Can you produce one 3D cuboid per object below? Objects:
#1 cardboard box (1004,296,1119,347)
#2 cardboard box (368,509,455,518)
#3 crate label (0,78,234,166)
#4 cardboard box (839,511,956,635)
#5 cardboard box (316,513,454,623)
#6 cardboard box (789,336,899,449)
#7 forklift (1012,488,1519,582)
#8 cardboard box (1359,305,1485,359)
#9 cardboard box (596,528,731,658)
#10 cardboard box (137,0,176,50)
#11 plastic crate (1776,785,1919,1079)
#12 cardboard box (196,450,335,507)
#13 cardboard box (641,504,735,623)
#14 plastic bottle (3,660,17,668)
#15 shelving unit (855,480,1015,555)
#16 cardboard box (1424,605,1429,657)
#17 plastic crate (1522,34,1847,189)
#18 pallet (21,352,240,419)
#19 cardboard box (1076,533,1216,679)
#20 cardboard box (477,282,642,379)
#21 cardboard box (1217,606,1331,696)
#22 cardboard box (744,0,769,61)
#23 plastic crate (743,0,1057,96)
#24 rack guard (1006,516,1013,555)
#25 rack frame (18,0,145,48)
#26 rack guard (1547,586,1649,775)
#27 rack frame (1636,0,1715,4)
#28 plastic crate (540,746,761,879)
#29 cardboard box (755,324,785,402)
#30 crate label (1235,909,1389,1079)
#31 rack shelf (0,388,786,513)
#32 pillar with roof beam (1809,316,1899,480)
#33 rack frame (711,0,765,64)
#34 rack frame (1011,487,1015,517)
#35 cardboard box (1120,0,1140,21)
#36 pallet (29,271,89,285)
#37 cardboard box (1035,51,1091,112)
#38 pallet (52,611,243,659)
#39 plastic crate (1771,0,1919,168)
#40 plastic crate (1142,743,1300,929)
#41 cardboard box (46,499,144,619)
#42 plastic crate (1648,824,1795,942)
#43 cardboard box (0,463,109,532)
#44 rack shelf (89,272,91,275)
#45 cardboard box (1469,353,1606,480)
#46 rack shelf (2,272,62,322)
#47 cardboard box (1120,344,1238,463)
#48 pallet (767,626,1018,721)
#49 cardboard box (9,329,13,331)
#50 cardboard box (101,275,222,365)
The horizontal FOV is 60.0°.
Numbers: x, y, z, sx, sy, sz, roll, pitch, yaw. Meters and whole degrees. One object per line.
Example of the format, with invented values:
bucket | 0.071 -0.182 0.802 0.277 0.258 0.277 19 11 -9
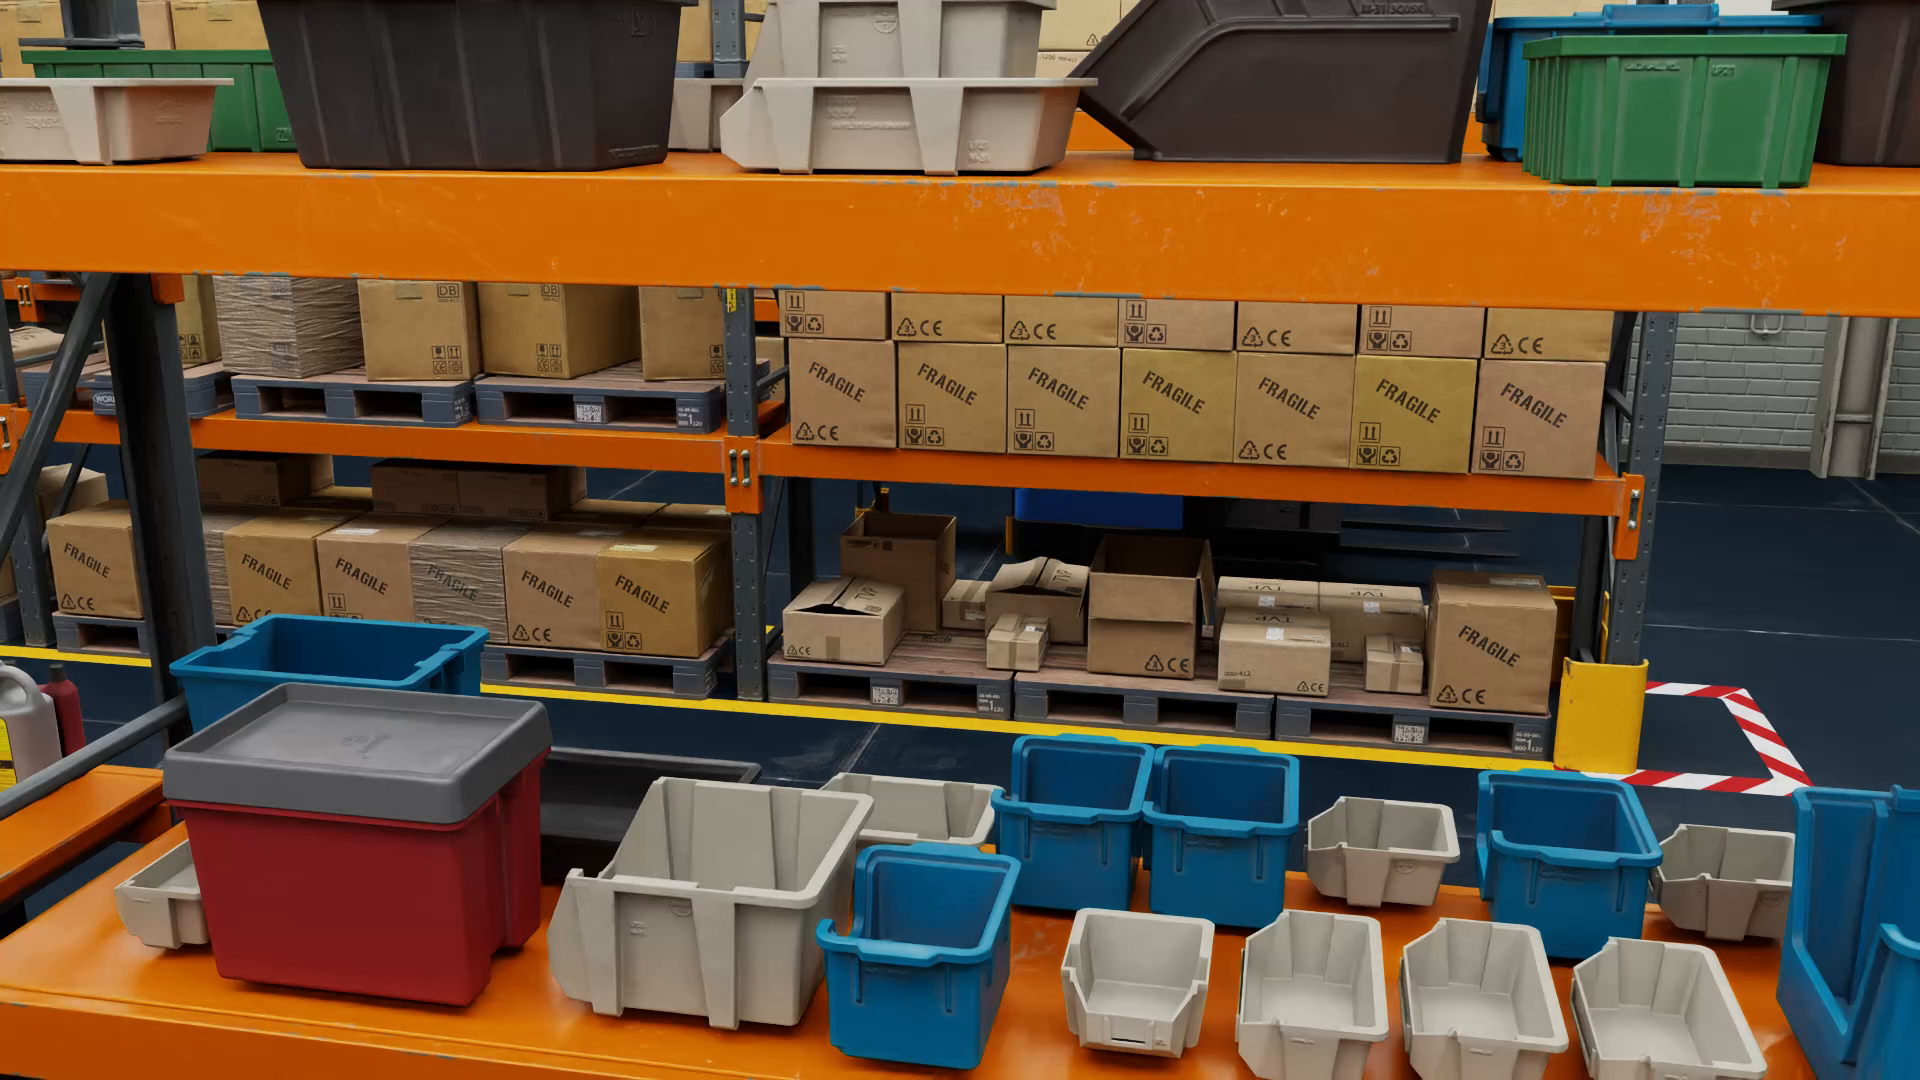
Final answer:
cardboard box | 0.484 -1.162 7.508 0.500 0.500 0.500 3 16 9
cardboard box | -2.864 0.037 9.099 0.500 0.500 0.500 3 16 9
crate label | -1.499 -0.707 2.800 0.466 0.136 0.293 3 16 11
cardboard box | -0.316 0.163 8.642 0.500 0.500 0.500 3 16 11
cardboard box | -2.944 0.174 8.603 0.500 0.500 0.500 3 16 9
cardboard box | -0.485 -0.735 7.840 0.500 0.500 0.500 4 16 13
forklift | 1.901 -1.280 10.121 3.031 2.935 1.130 4 16 13
cardboard box | 2.003 -1.081 7.216 0.500 0.500 0.500 4 16 13
cardboard box | -1.471 0.256 8.308 0.500 0.500 0.500 3 16 11
cardboard box | -3.916 -2.451 8.413 0.500 0.500 0.910 3 16 11
plastic crate | 1.633 0.708 2.639 0.499 0.435 0.616 3 16 11
cardboard box | -3.831 -0.377 9.187 0.500 0.250 0.500 4 16 13
cardboard box | -1.356 0.118 8.807 0.500 0.500 0.500 2 16 9
plastic bottle | -2.326 0.428 4.046 0.133 0.283 0.061 3 16 11
shelving unit | -0.094 -0.730 10.817 1.083 1.500 0.587 3 16 12
cardboard box | 2.402 0.455 8.213 0.250 0.166 0.380 3 16 11
plastic crate | 0.975 -0.598 2.311 0.336 0.188 0.450 3 16 11
pallet | -4.172 -0.888 8.939 1.003 0.211 1.213 3 16 11
cardboard box | 0.912 0.304 8.127 0.637 0.503 0.797 3 16 11
cardboard box | -2.037 -1.140 8.514 0.500 0.500 0.700 6 16 20
cardboard box | 1.482 0.517 7.831 0.500 0.250 0.500 3 16 11
cardboard box | -1.346 -3.876 12.734 0.500 0.500 0.700 3 16 10
plastic crate | -0.112 -0.864 3.096 0.530 0.282 0.437 3 16 11
rack guard | 0.392 -0.099 10.883 0.087 0.250 0.587 3 16 12
rack frame | -1.921 -2.381 2.731 0.127 3.000 1.000 3 16 11
rack guard | 2.915 0.628 7.789 0.348 0.500 1.175 3 16 11
rack frame | 2.989 -3.464 6.640 0.127 3.000 1.000 3 16 11
plastic crate | -0.771 0.603 3.599 0.590 0.125 0.437 3 16 11
cardboard box | -1.482 -1.295 13.289 0.750 0.750 0.750 4 16 13
crate label | 0.604 0.797 2.876 0.243 0.136 0.396 3 16 11
rack shelf | -2.890 -0.545 8.689 4.000 0.370 1.077 3 16 11
pillar with roof beam | 5.933 -3.716 7.551 0.400 9.000 9.100 3 16 11
rack frame | -0.931 -3.677 7.408 0.127 3.000 1.000 3 16 11
rack frame | 0.394 -0.702 10.716 0.032 1.500 0.500 3 16 12
cardboard box | 0.964 -2.227 7.136 0.500 0.250 0.500 3 16 11
pallet | -7.067 -2.336 14.165 1.213 0.211 1.003 3 16 11
cardboard box | 0.476 -2.014 7.304 0.500 0.250 0.500 3 16 11
pallet | -4.126 0.395 9.170 1.213 0.211 1.003 3 16 11
plastic crate | 1.677 -0.753 2.718 0.590 0.269 0.497 3 16 11
plastic crate | 0.532 0.605 3.389 0.300 0.233 0.416 3 16 11
cardboard box | -4.461 0.093 8.895 0.500 0.500 0.500 4 16 13
plastic crate | 1.524 0.683 3.289 0.298 0.136 0.250 3 16 11
cardboard box | -5.305 -0.251 9.591 0.500 0.311 0.500 4 16 13
rack shelf | -3.881 -0.695 3.611 4.000 0.370 1.077 3 16 11
cardboard box | 2.496 -0.574 7.256 0.500 0.500 0.500 4 16 13
rack shelf | -9.746 -2.267 14.904 4.000 0.370 1.077 3 16 11
cardboard box | 1.005 -0.655 7.550 0.500 0.500 0.500 3 16 10
pallet | -0.258 0.595 8.448 1.213 0.211 1.003 3 16 11
cardboard box | -5.688 -1.054 9.343 0.500 0.311 0.500 3 16 10
cardboard box | -4.211 -1.245 8.893 0.500 0.500 0.700 -2 16 -8
